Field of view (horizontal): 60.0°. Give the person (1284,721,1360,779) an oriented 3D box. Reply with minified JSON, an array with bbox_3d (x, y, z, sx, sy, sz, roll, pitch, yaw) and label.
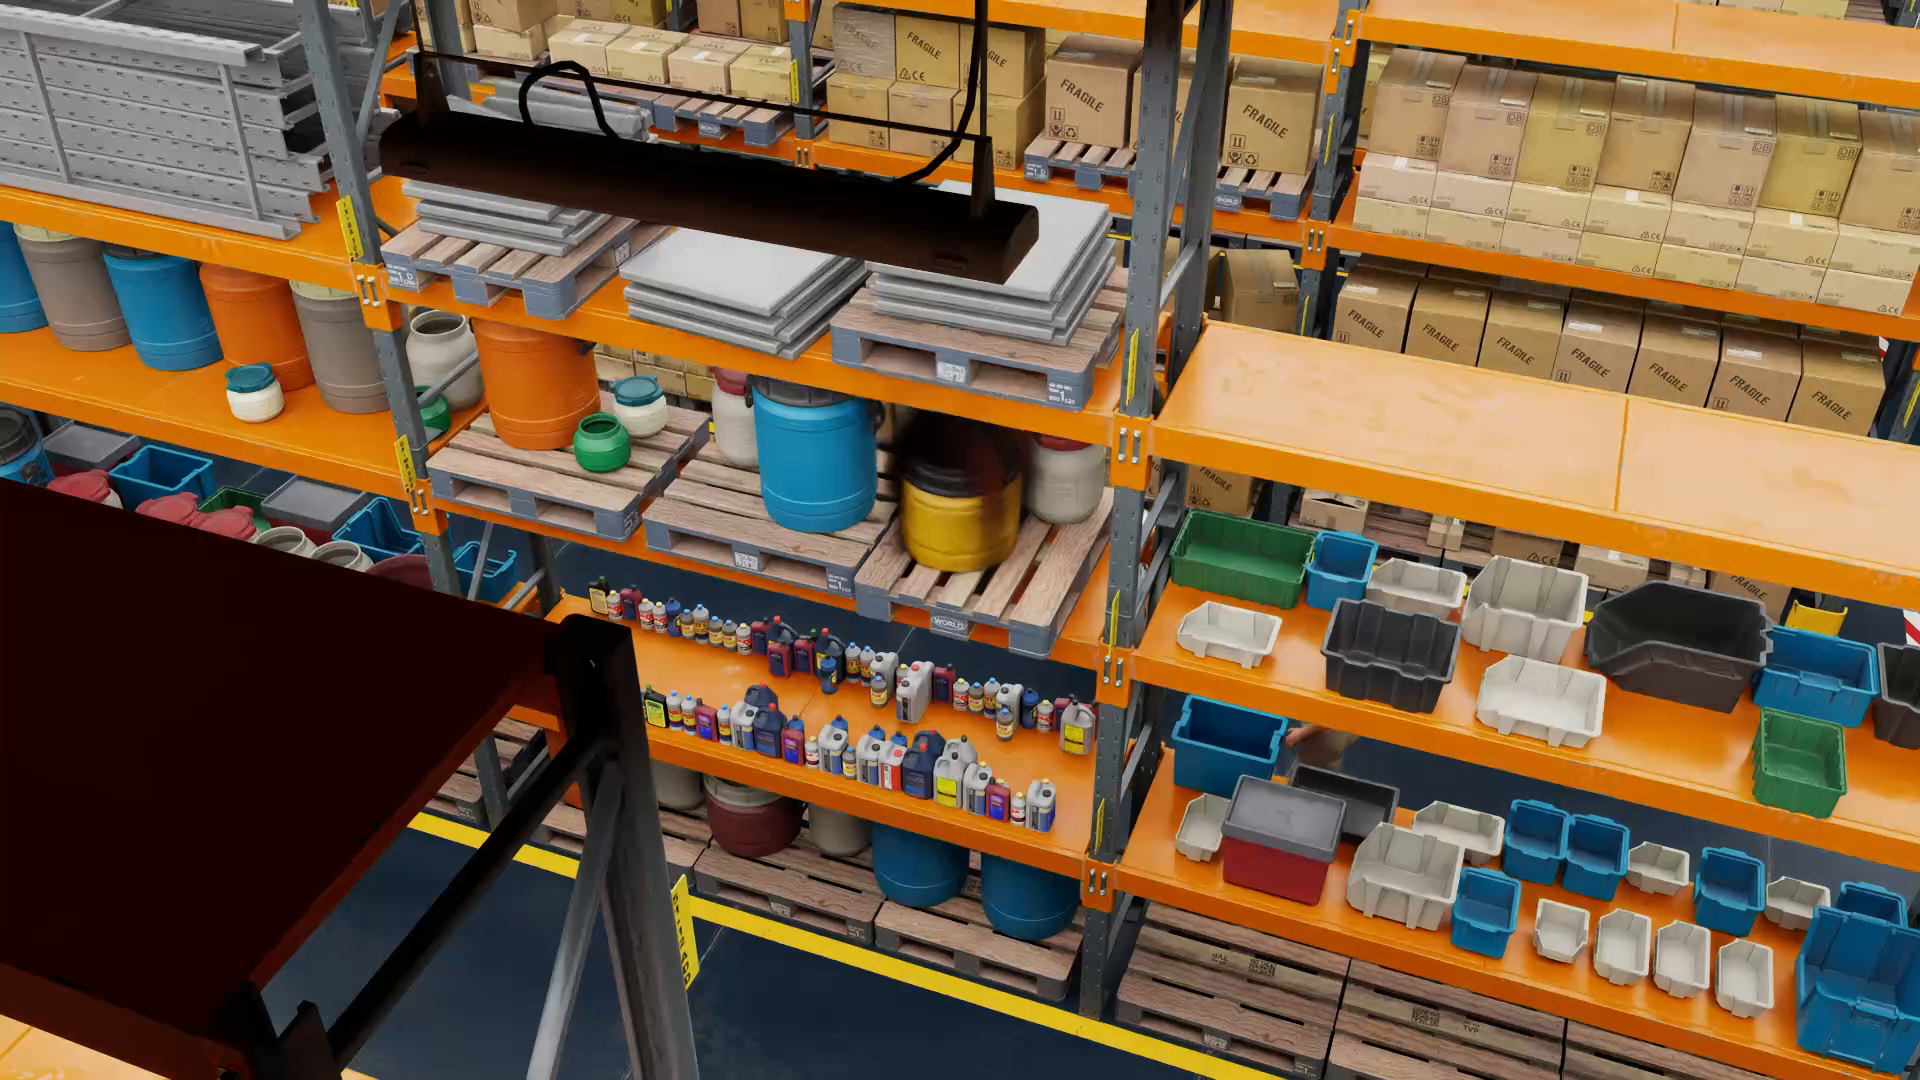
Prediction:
[{"bbox_3d":[2.304,1.155,10.220,0.598,1.684,1.021,-30,46,-34],"label":"person"}]

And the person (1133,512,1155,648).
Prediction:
[{"bbox_3d":[1.097,0.339,11.355,0.491,1.657,0.570,-2,37,-3],"label":"person"}]
